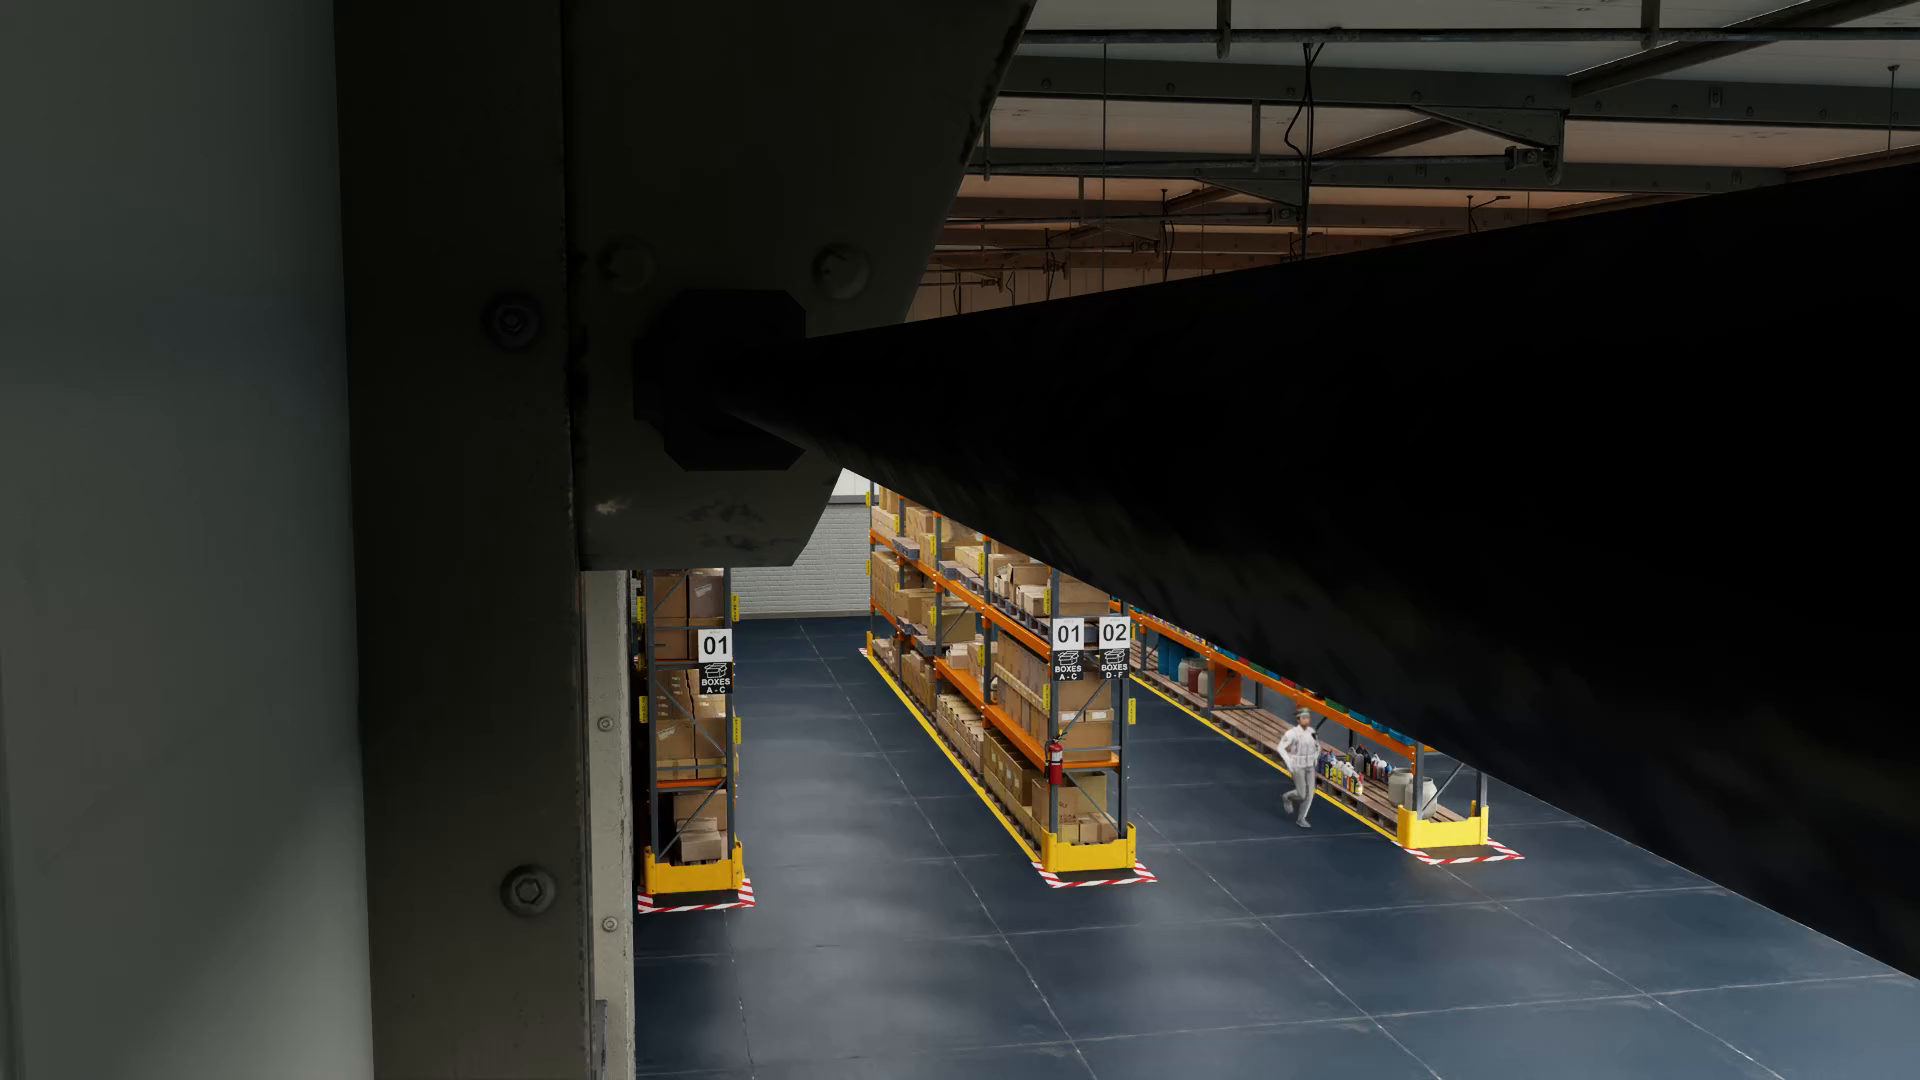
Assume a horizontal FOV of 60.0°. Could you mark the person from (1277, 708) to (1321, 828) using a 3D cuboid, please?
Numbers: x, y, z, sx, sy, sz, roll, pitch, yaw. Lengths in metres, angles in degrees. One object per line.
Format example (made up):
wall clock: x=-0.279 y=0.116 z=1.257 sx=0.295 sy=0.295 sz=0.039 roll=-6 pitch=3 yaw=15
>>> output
person: x=4.703 y=3.114 z=22.962 sx=0.629 sy=1.651 sz=0.567 roll=-2 pitch=6 yaw=-21
